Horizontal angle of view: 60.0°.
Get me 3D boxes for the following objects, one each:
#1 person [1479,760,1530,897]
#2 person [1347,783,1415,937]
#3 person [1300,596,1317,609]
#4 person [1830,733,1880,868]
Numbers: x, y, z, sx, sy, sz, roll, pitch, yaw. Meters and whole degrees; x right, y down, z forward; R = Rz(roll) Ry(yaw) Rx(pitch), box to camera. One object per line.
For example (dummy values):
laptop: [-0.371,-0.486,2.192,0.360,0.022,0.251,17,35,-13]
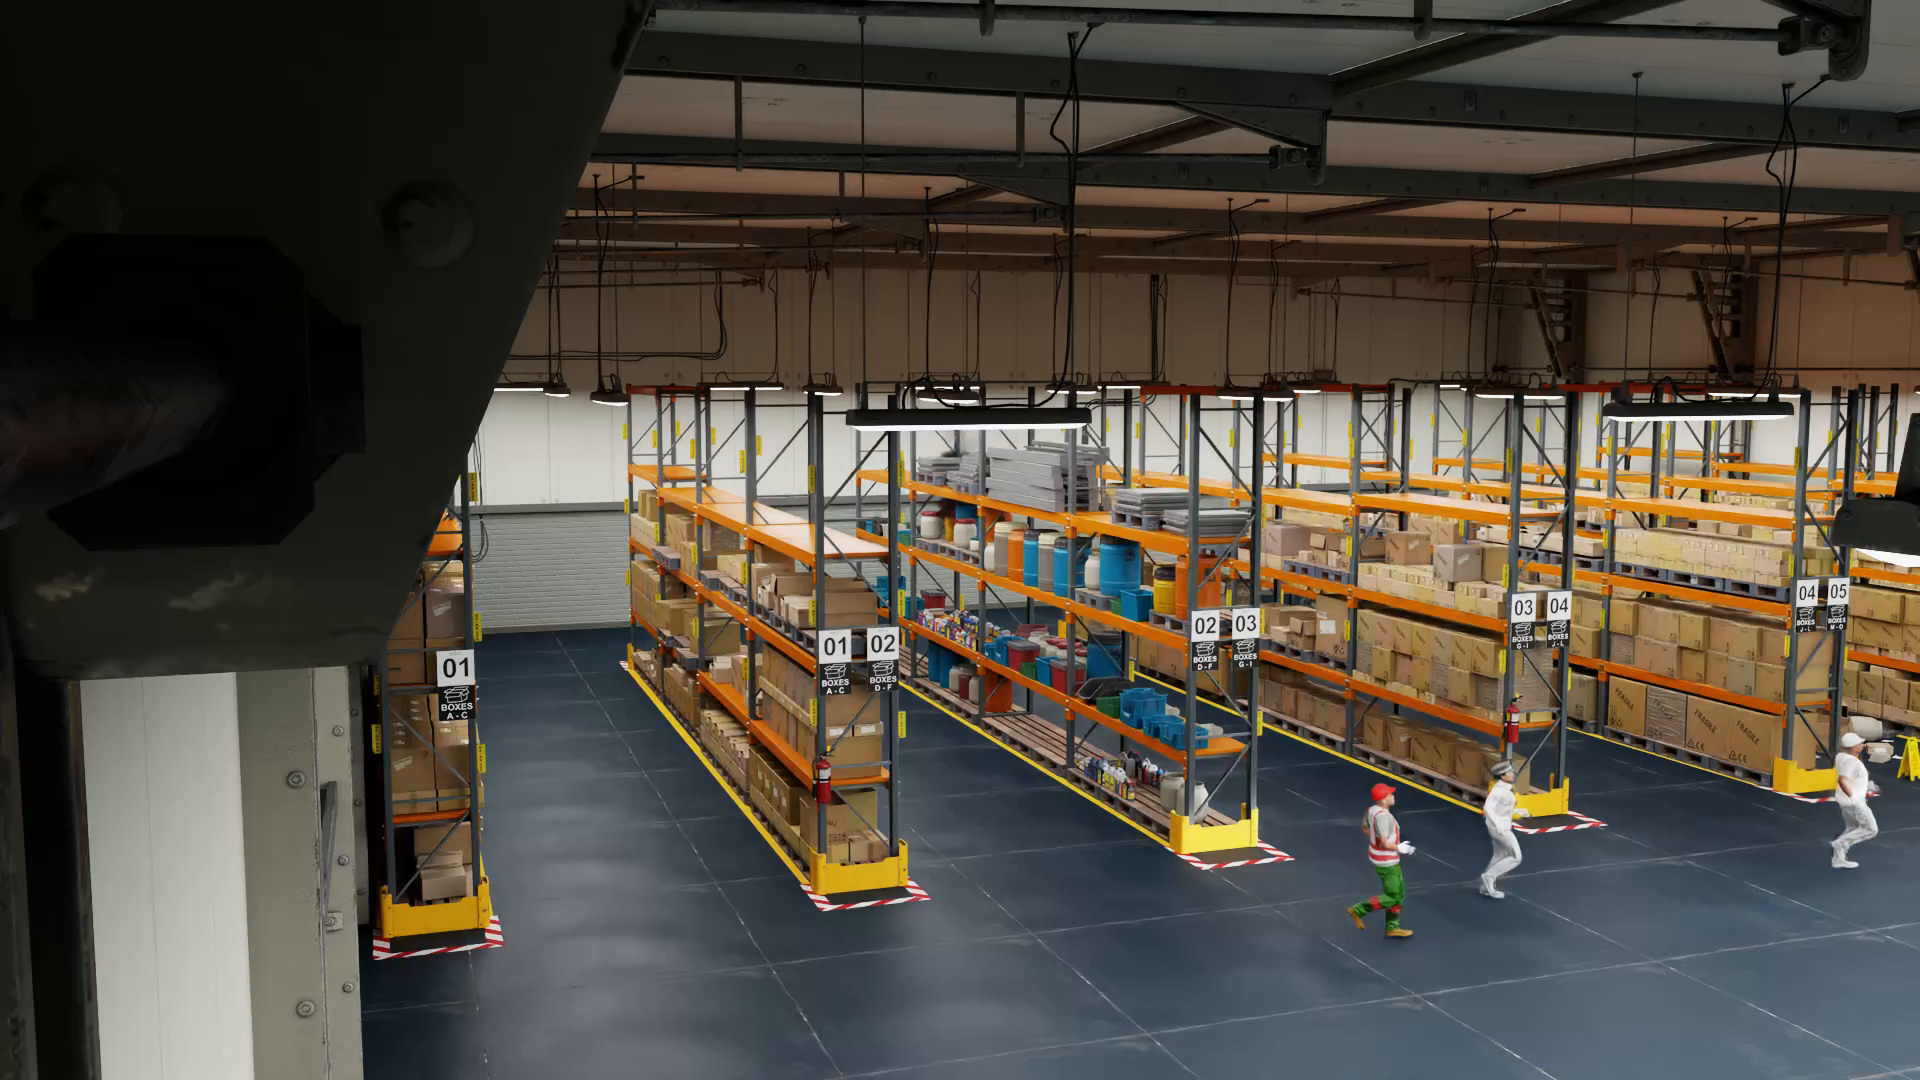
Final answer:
person: [6.533,3.450,19.901,0.542,1.666,0.598,2,6,16]
person: [4.675,3.558,18.475,0.761,1.745,0.663,0,6,1]
person: [8.656,1.269,40.959,0.663,1.777,0.699,5,8,42]
person: [11.310,3.298,20.996,0.585,1.738,0.678,1,6,14]
